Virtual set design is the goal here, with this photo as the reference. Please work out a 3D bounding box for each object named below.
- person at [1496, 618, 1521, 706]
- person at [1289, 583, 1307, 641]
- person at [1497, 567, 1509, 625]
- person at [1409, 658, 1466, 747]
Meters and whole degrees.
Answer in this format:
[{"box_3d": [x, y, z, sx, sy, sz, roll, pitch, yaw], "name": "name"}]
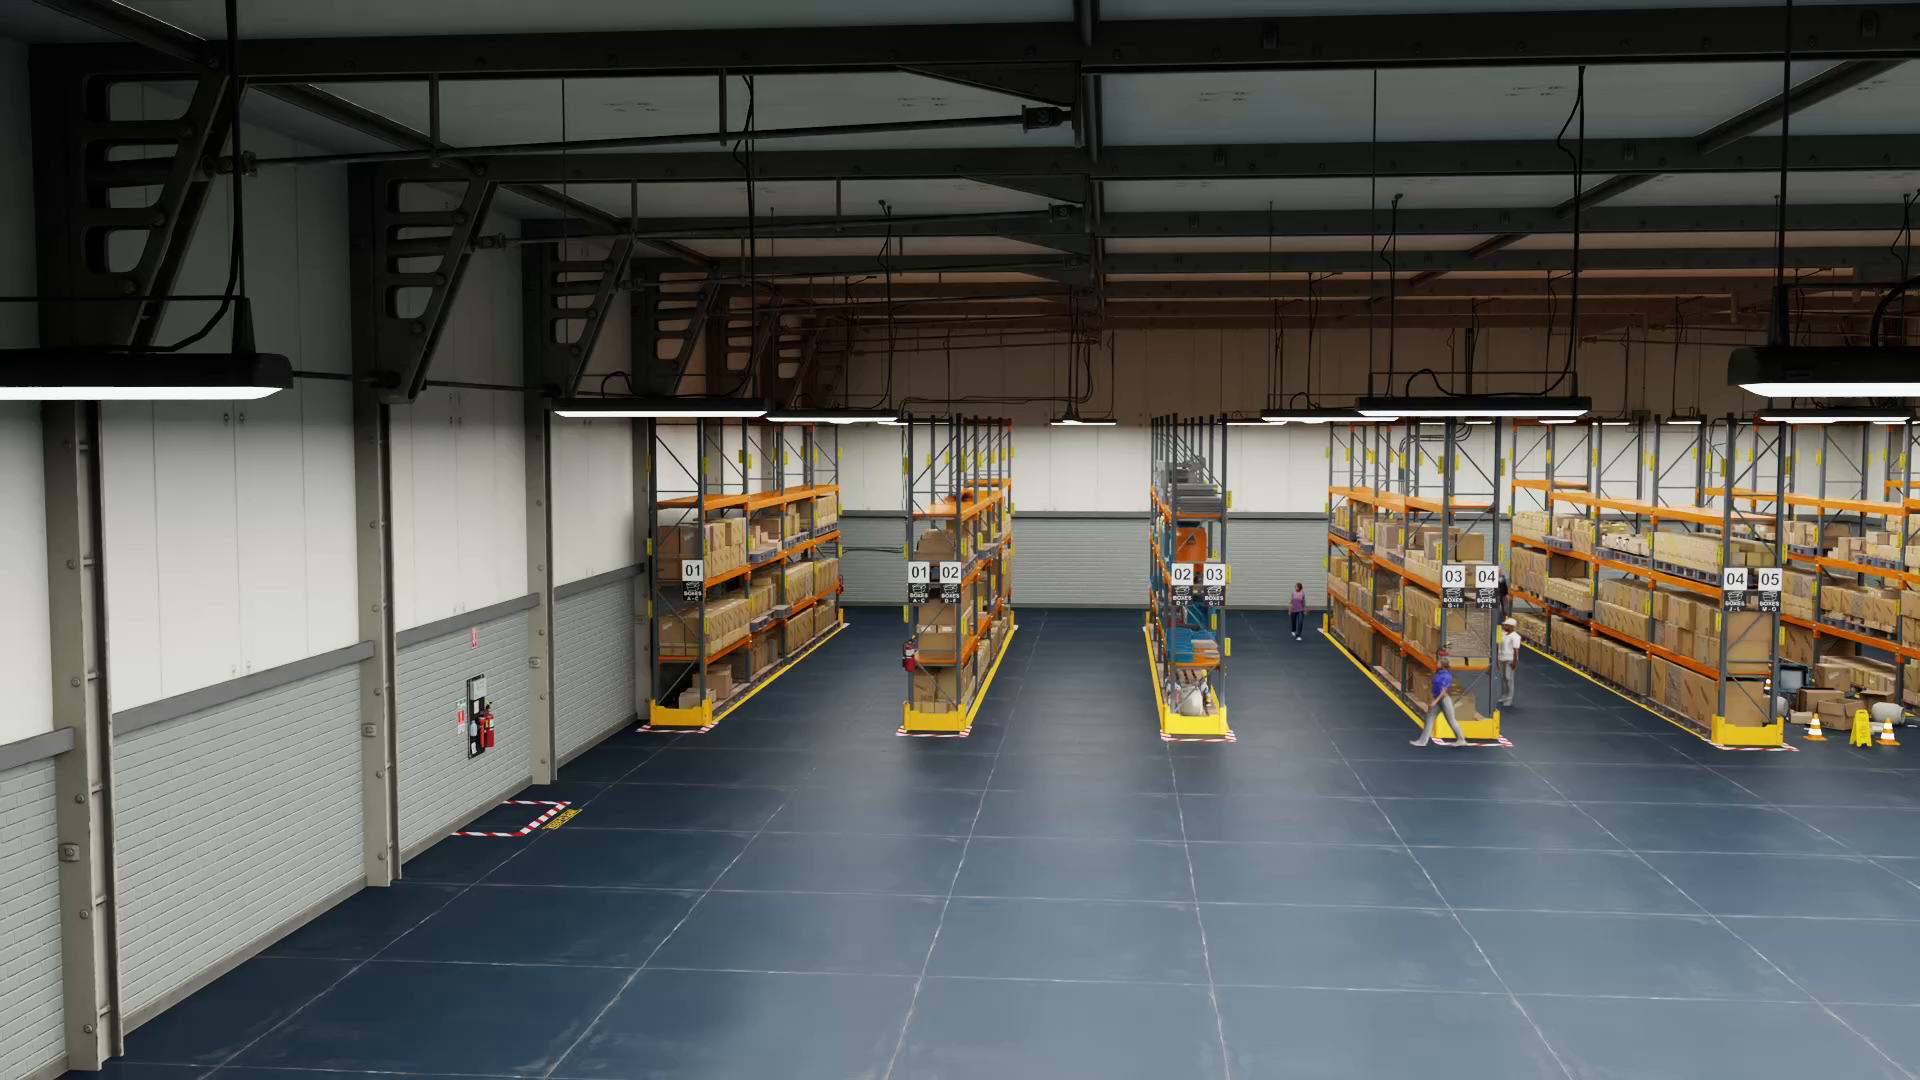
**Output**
[{"box_3d": [11.349, 2.526, 34.612, 0.570, 1.794, 0.598, -2, 4, -28], "name": "person"}, {"box_3d": [9.124, 1.915, 44.915, 0.507, 1.544, 0.845, 1, 4, 8], "name": "person"}, {"box_3d": [15.607, 1.633, 48.042, 0.579, 1.729, 0.379, 0, 4, 1], "name": "person"}, {"box_3d": [8.556, 2.909, 29.738, 0.977, 1.584, 0.485, -1, 4, -18], "name": "person"}]
